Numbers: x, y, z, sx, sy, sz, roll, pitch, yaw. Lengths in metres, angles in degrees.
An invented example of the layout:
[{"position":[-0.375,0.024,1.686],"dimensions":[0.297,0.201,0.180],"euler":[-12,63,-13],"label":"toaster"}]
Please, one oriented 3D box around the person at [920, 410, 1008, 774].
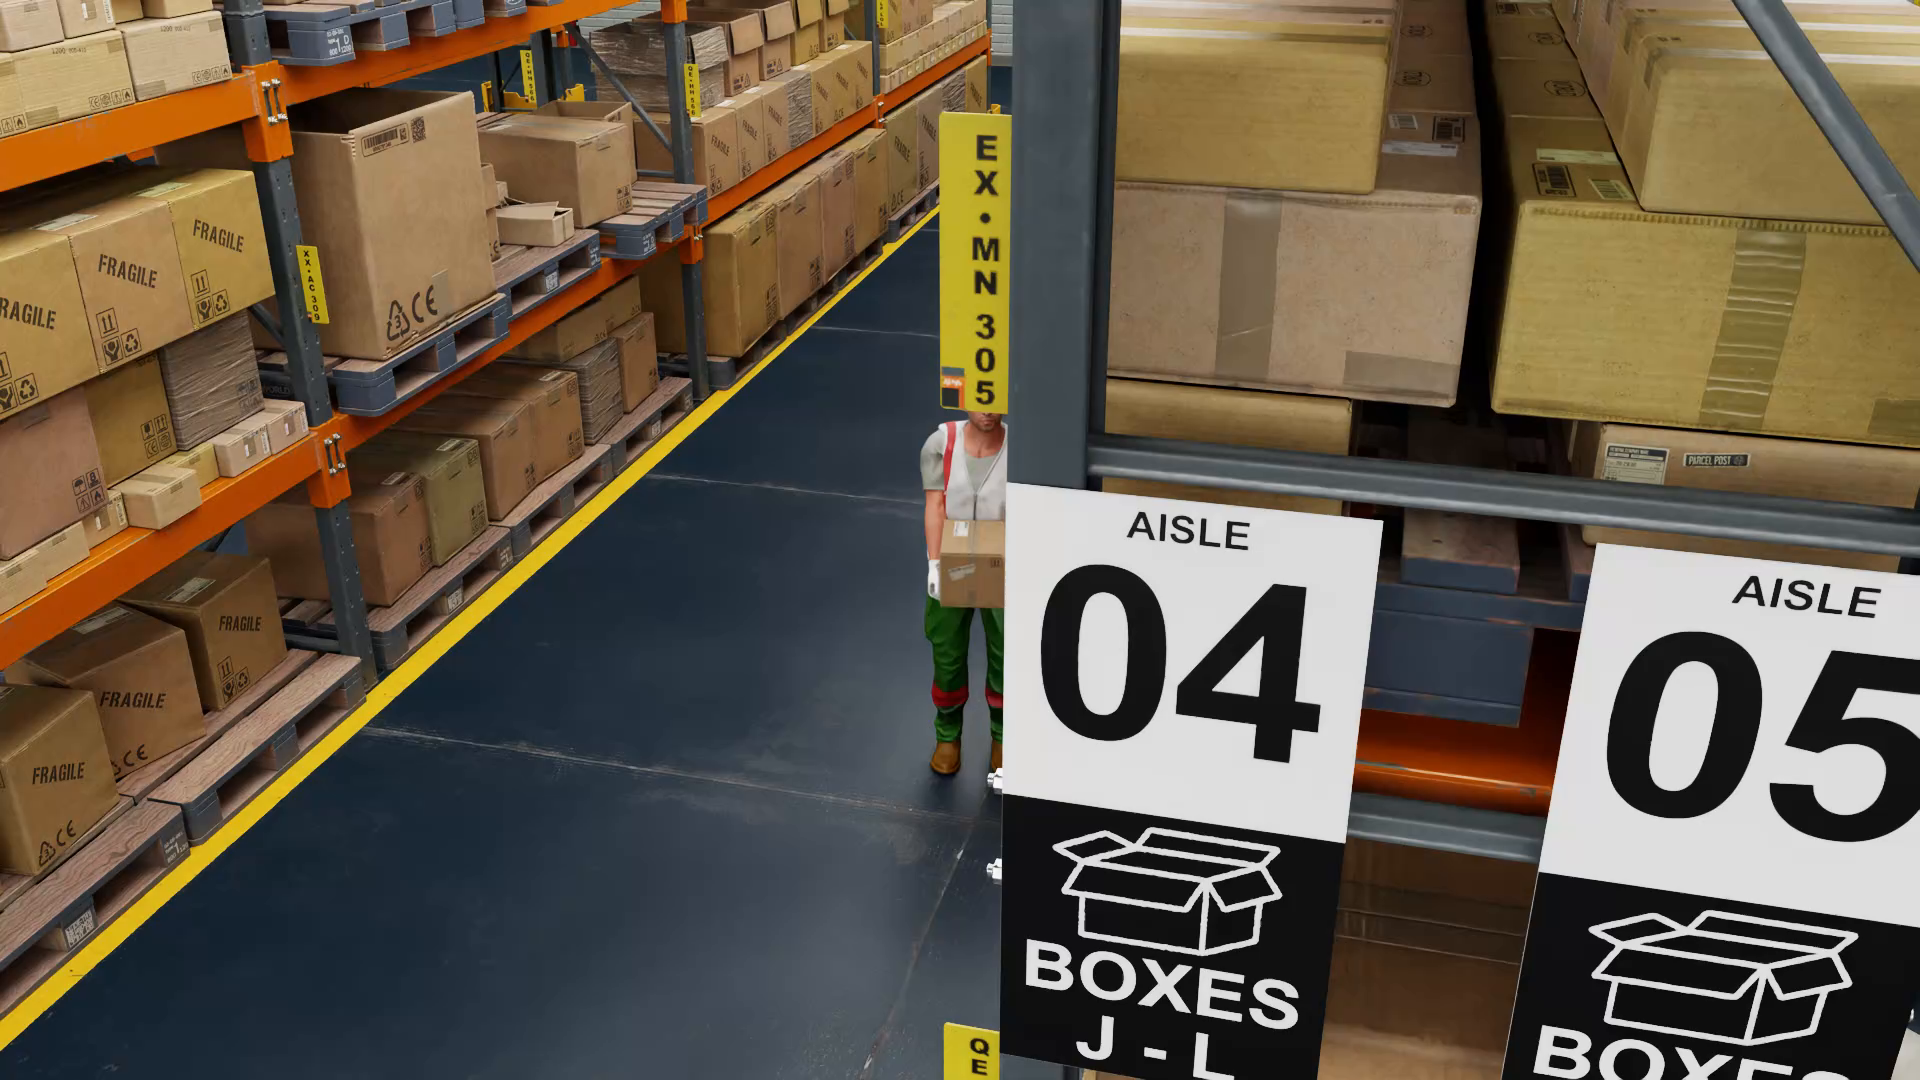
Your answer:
[{"position":[0.081,0.166,6.729],"dimensions":[0.494,1.784,0.554],"euler":[1,25,3],"label":"person"}]
